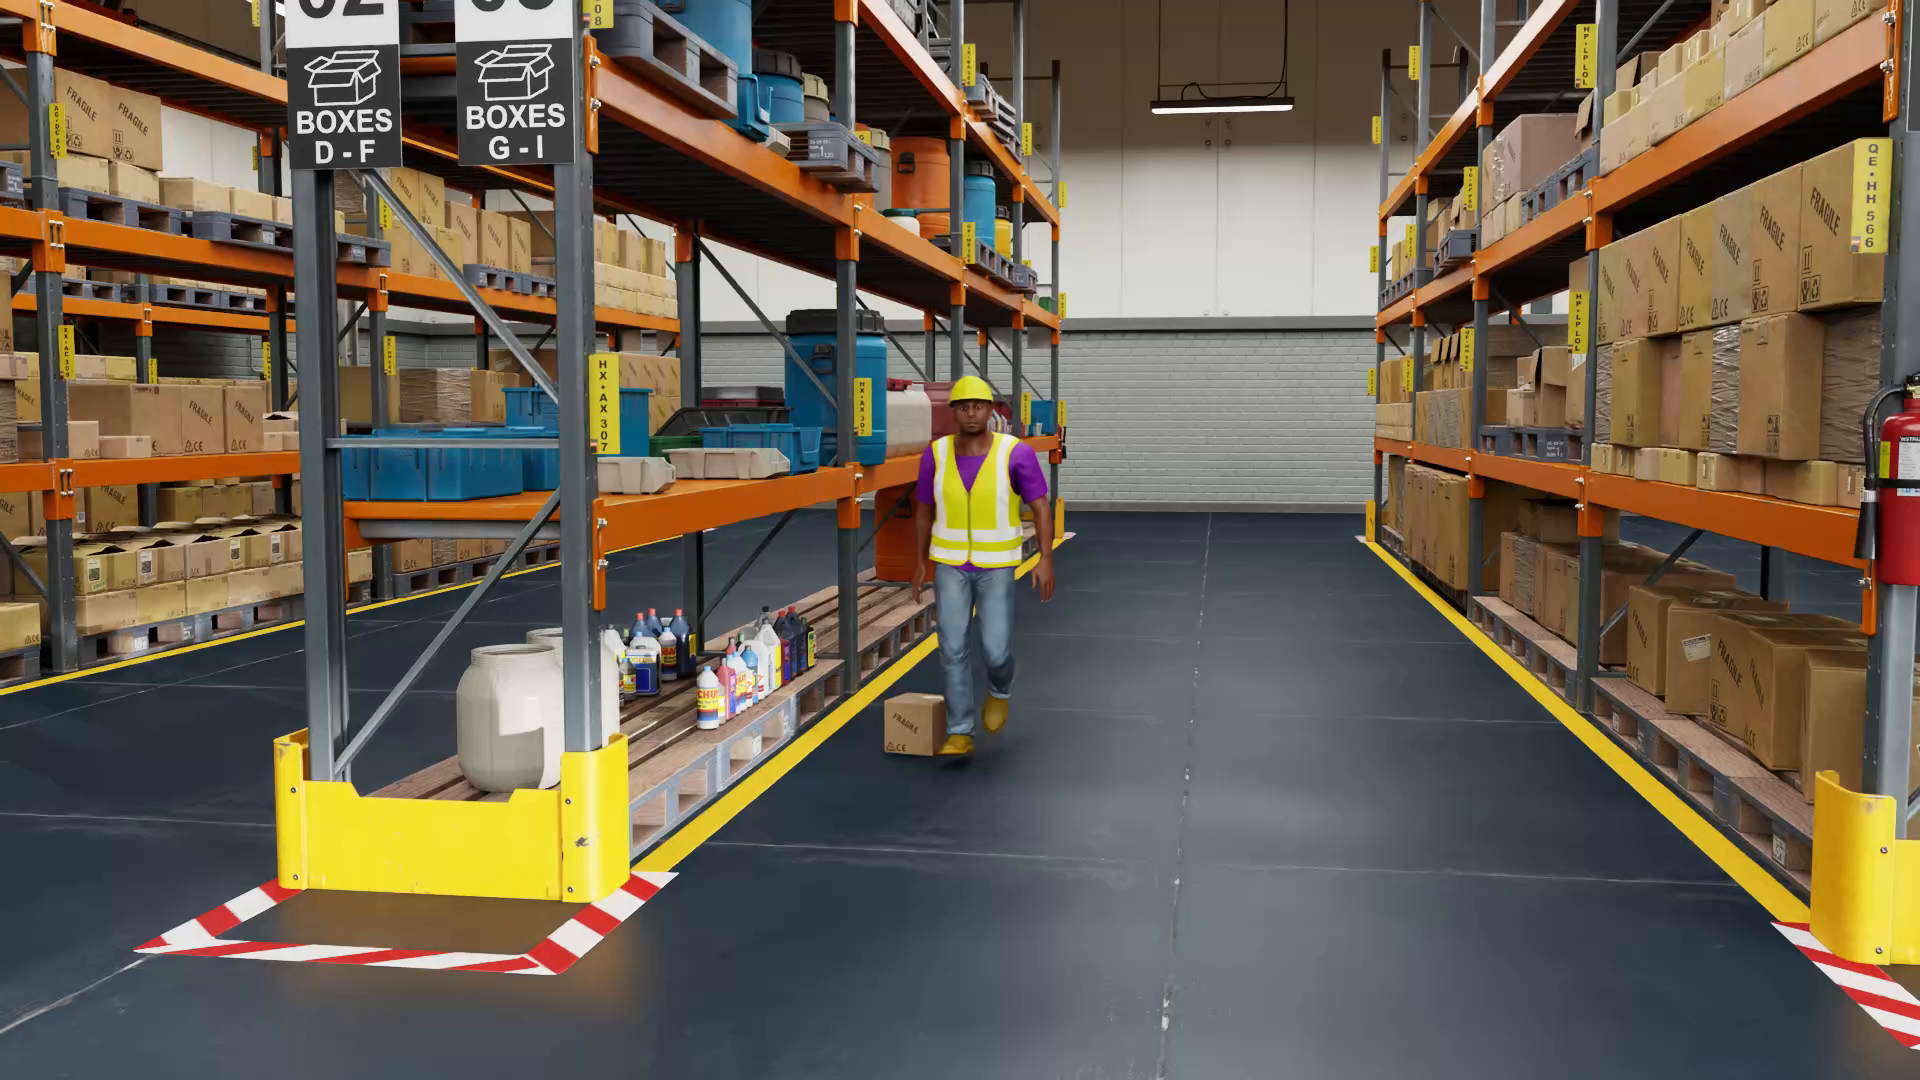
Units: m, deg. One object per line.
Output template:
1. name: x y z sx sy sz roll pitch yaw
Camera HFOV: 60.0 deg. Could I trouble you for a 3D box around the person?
1. person: 0.116 0.119 7.730 0.673 1.757 0.644 1 5 10
